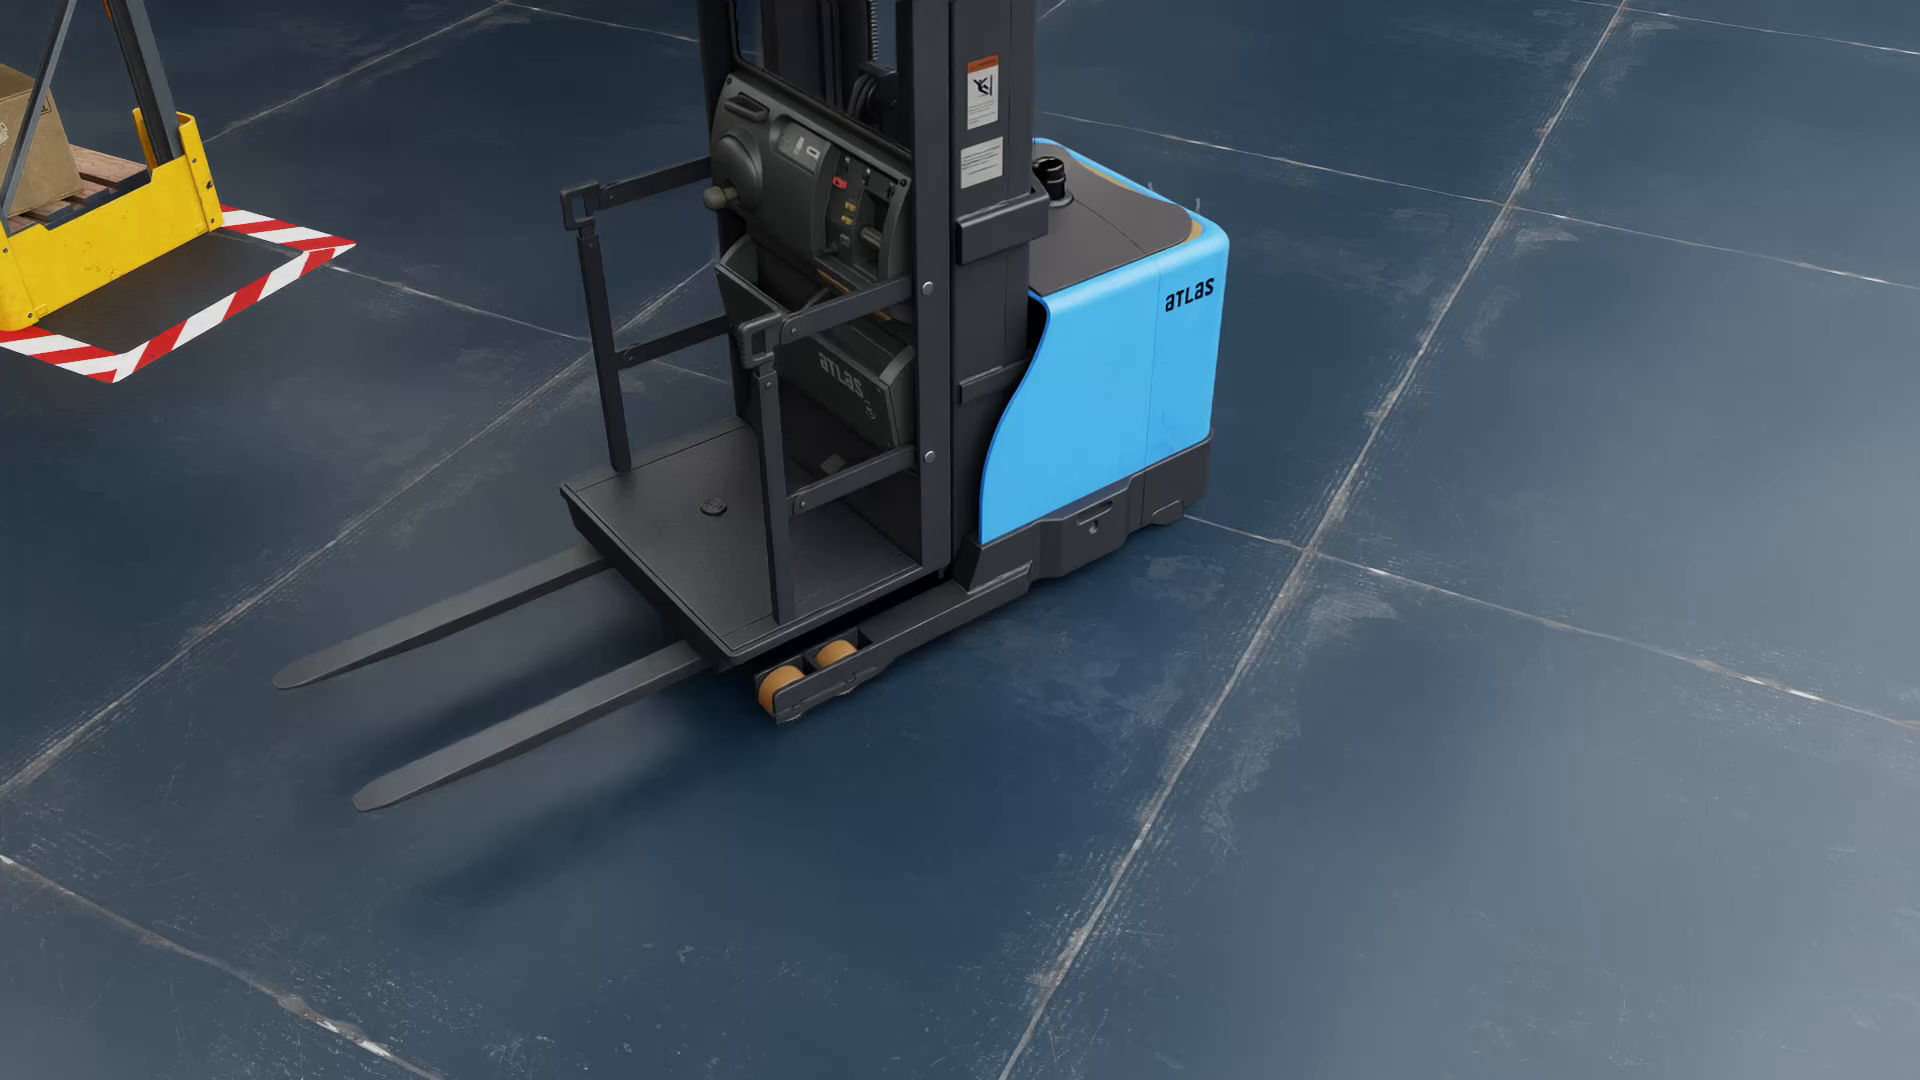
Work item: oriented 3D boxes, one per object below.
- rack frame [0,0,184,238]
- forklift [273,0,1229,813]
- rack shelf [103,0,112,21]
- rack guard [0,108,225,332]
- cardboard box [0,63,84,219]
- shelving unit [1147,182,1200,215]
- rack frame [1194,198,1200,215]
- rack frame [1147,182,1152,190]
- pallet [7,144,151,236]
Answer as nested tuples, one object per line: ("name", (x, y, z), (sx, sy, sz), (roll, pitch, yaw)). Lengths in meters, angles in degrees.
("rack frame", (-3.729, -2.385, 6.411), (0.127, 3.000, 1.000), (17, 41, 21))
("forklift", (-0.603, -0.983, 4.621), (3.031, 2.935, 1.130), (-25, 44, -29))
("rack shelf", (-5.505, -2.655, 7.361), (4.000, 0.370, 1.077), (17, 41, 21))
("rack guard", (-3.797, -1.411, 7.195), (0.348, 0.500, 1.175), (17, 41, 21))
("cardboard box", (-4.276, -1.739, 7.281), (0.500, 0.500, 0.500), (25, 44, 29))
("shelving unit", (0.686, -0.825, 6.092), (0.210, 0.900, 0.258), (26, 44, 30))
("rack frame", (0.766, -0.786, 6.041), (0.006, 0.900, 0.240), (26, 44, 30))
("rack frame", (0.607, -0.864, 6.143), (0.006, 0.900, 0.240), (26, 44, 30))
("pallet", (-4.502, -1.540, 7.605), (1.213, 0.211, 1.003), (17, 41, 21))
